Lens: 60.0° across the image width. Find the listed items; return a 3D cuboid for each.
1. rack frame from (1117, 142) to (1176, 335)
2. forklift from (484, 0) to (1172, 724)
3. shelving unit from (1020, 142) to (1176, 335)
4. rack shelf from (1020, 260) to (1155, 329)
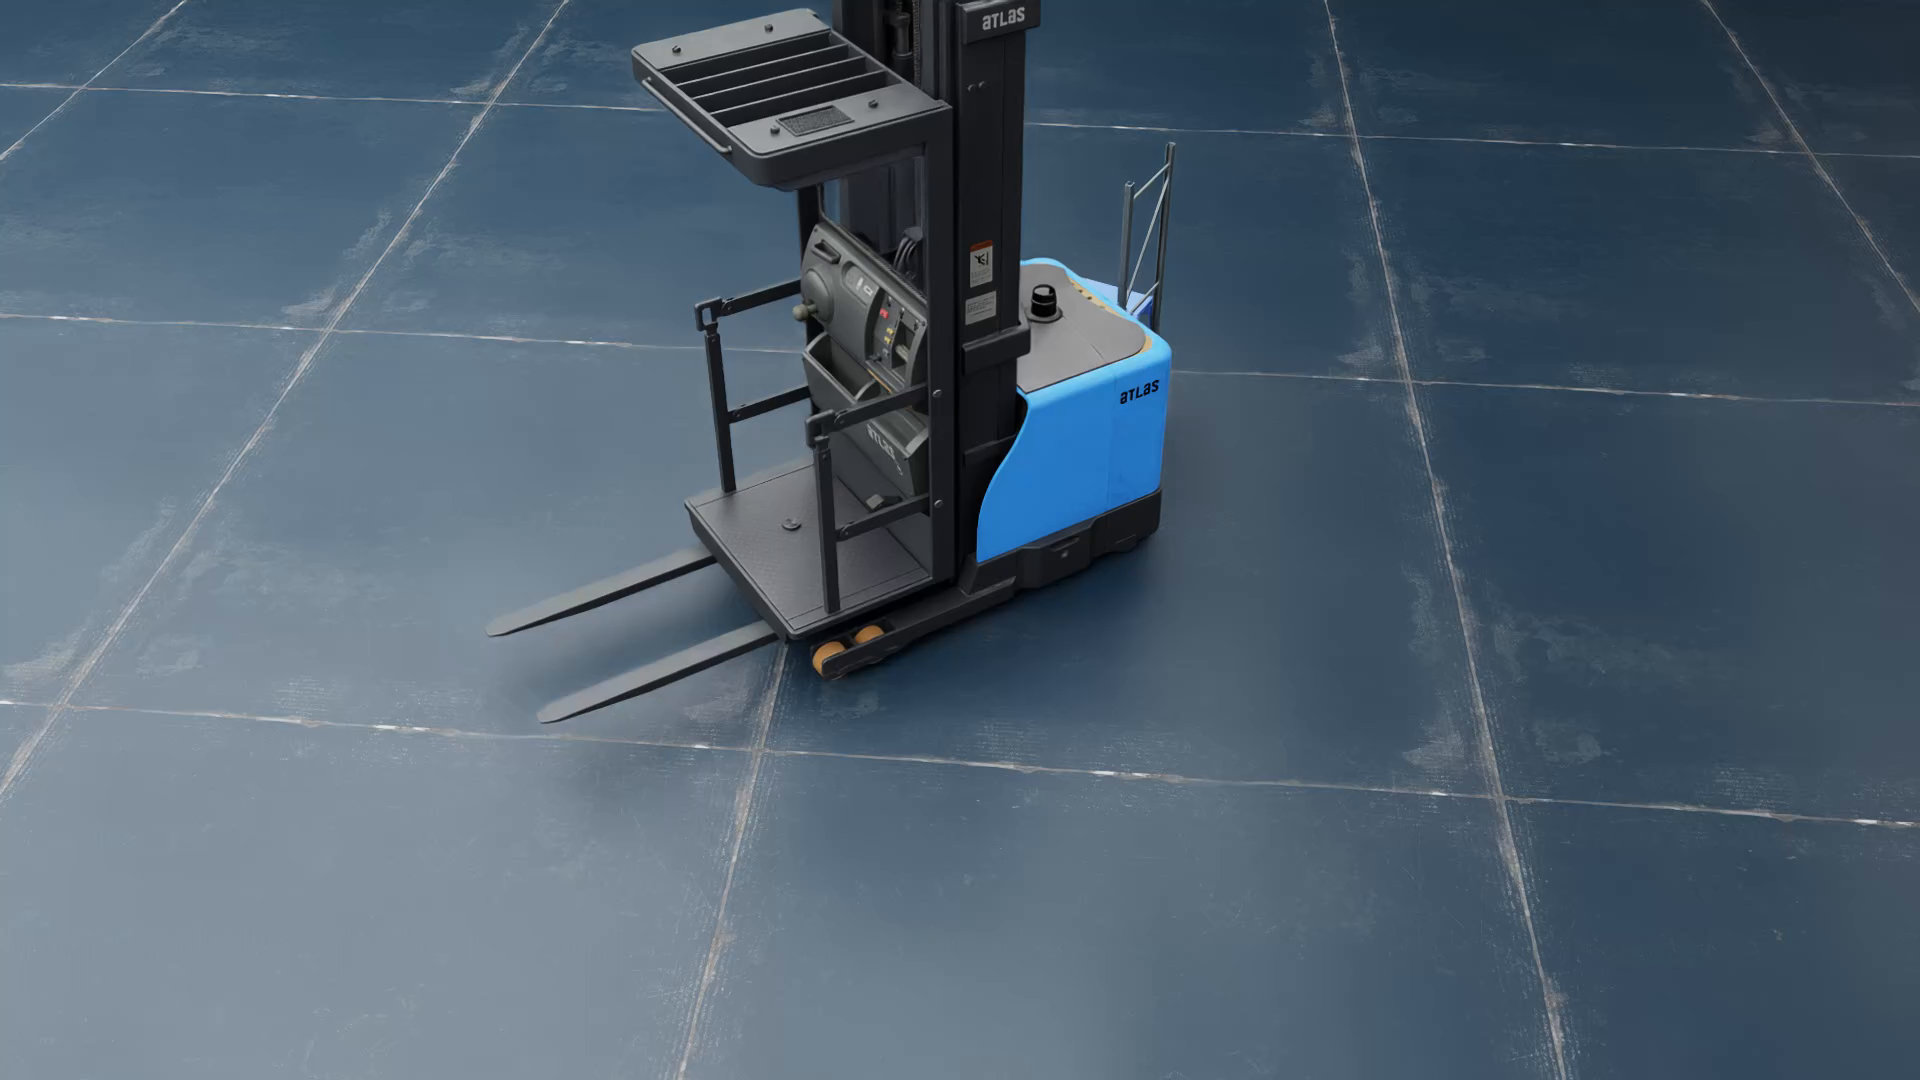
[{"bbox_3d":[0.882,-1.157,8.154,0.032,1.500,0.500,20,43,22],"label":"rack frame"},{"bbox_3d":[-0.574,-0.914,6.722,3.031,2.935,1.130,-22,44,-24],"label":"forklift"},{"bbox_3d":[0.439,-1.315,8.348,1.048,1.500,0.538,20,43,22],"label":"shelving unit"},{"bbox_3d":[0.439,-1.175,8.461,1.000,0.185,0.538,20,43,22],"label":"rack shelf"}]
